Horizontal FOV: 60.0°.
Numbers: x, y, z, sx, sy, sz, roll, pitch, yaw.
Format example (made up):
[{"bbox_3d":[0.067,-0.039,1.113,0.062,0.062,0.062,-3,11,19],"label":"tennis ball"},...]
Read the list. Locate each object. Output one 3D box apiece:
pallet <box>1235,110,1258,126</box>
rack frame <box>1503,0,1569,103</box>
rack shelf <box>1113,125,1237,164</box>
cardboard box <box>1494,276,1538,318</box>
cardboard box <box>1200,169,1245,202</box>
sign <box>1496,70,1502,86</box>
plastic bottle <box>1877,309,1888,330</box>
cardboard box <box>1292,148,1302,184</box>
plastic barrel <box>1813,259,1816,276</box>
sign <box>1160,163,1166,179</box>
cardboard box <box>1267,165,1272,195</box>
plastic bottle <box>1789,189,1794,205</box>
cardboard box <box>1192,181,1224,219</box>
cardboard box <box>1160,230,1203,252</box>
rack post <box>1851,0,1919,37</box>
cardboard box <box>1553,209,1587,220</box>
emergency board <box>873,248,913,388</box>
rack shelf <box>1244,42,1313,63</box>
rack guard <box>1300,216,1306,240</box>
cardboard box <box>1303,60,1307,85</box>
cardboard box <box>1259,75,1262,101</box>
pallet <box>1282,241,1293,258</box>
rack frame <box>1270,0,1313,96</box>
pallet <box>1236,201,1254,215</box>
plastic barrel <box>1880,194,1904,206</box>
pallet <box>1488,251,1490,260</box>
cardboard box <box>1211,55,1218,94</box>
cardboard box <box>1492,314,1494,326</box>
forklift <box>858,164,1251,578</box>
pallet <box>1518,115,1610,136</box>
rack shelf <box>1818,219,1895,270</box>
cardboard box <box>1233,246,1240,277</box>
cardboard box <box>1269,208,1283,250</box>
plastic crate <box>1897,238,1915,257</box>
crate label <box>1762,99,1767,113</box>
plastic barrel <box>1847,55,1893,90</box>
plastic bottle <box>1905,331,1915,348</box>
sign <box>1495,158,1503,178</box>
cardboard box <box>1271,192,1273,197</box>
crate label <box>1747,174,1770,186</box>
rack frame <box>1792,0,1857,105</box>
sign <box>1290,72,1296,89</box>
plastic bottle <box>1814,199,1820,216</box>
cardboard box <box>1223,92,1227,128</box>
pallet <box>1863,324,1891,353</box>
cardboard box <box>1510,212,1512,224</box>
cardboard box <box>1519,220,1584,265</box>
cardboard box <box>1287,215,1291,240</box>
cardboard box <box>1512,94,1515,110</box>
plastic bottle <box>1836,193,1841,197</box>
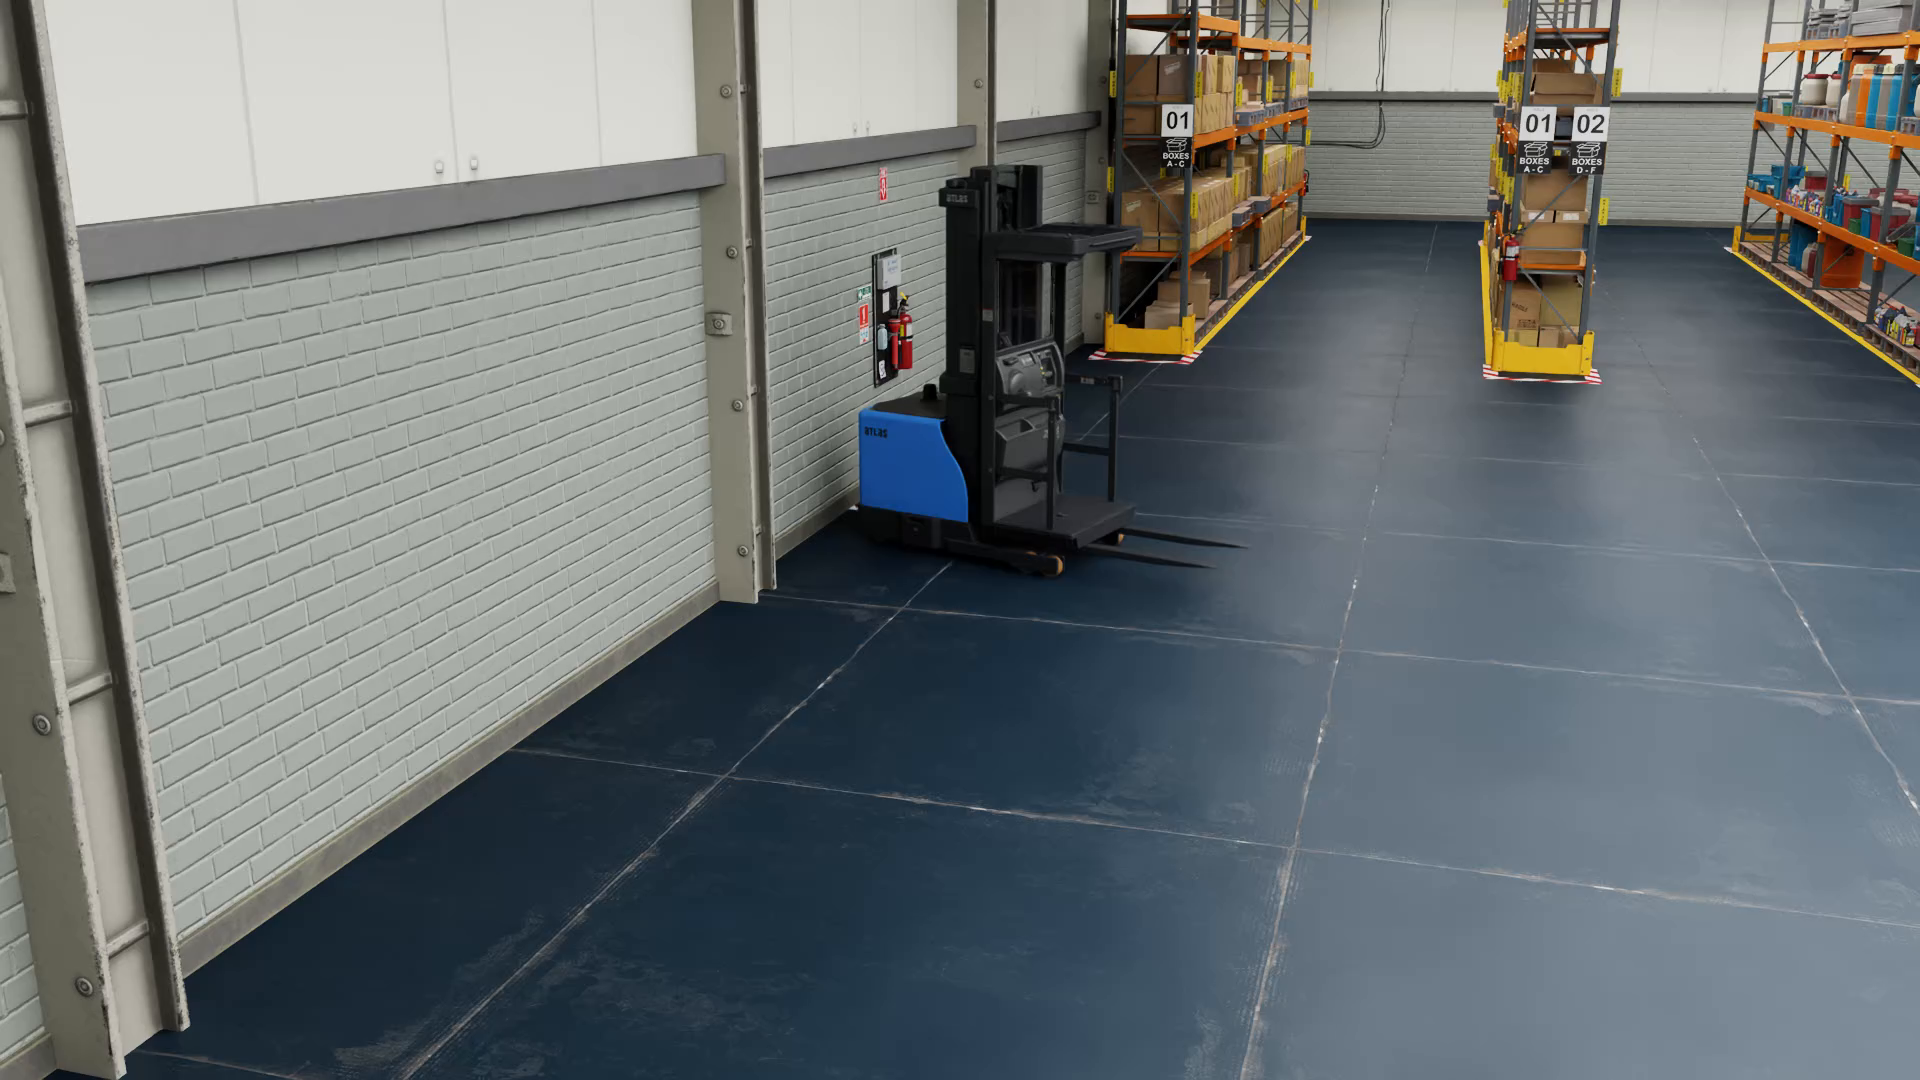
[{"bbox_3d":[3.917,-6.500,25.594,1.213,0.211,1.003,5,16,16],"label":"pallet"},{"bbox_3d":[10.663,-9.590,30.647,1.000,3.000,0.127,5,16,16],"label":"rack frame"},{"bbox_3d":[3.071,-5.567,23.282,1.077,0.370,4.000,5,16,16],"label":"rack shelf"},{"bbox_3d":[7.390,-3.230,22.115,0.500,0.500,0.500,5,16,16],"label":"cardboard box"},{"bbox_3d":[4.319,-5.848,27.462,0.700,0.500,0.500,5,16,16],"label":"cardboard box"},{"bbox_3d":[11.280,-9.656,34.775,0.100,0.325,0.005,5,16,16],"label":"sign"},{"bbox_3d":[12.561,-2.991,22.561,0.152,0.276,0.135,5,17,18],"label":"plastic bottle"},{"bbox_3d":[6.718,-7.952,35.318,0.980,0.700,0.700,4,16,15],"label":"cardboard box"},{"bbox_3d":[14.472,-4.561,27.702,0.421,0.512,0.421,0,16,0],"label":"plastic barrel"},{"bbox_3d":[3.106,-5.593,25.428,0.100,0.325,0.005,5,16,16],"label":"sign"},{"bbox_3d":[5.317,-6.484,29.929,0.500,0.500,0.500,5,17,18],"label":"cardboard box"},{"bbox_3d":[14.817,-6.102,29.580,0.097,0.271,0.097,0,16,0],"label":"plastic bottle"},{"bbox_3d":[3.512,-4.882,23.909,0.500,0.500,0.500,4,16,14],"label":"cardboard box"},{"bbox_3d":[2.946,-3.988,22.129,0.500,0.250,0.500,4,16,14],"label":"cardboard box"},{"bbox_3d":[13.615,-7.729,23.723,1.013,1.000,3.121,5,16,16],"label":"rack post"},{"bbox_3d":[7.643,-4.079,20.843,0.380,0.149,0.250,4,16,14],"label":"cardboard box"},{"bbox_3d":[-0.572,-1.984,14.827,0.194,1.169,0.643,5,16,16],"label":"emergency board"},{"bbox_3d":[6.481,-9.957,33.996,1.077,0.370,4.000,5,16,16],"label":"rack shelf"},{"bbox_3d":[7.056,-6.937,36.870,1.175,0.500,0.348,5,16,16],"label":"rack guard"},{"bbox_3d":[6.950,-9.772,34.736,0.500,0.500,0.500,5,17,18],"label":"cardboard box"},{"bbox_3d":[5.129,-8.161,30.117,0.700,0.500,0.500,6,17,19],"label":"cardboard box"},{"bbox_3d":[6.204,-5.938,33.877,1.003,0.211,1.213,5,16,16],"label":"pallet"},{"bbox_3d":[7.049,-11.019,35.688,1.000,3.000,0.127,5,16,16],"label":"rack frame"},{"bbox_3d":[4.253,-5.427,27.316,1.003,0.211,1.213,5,16,16],"label":"pallet"},{"bbox_3d":[14.067,-4.930,25.008,0.421,0.512,0.421,0,16,0],"label":"plastic barrel"},{"bbox_3d":[10.859,-5.541,32.480,1.003,0.211,1.213,5,16,16],"label":"pallet"},{"bbox_3d":[3.171,-6.273,22.400,0.500,0.500,0.500,5,17,17],"label":"cardboard box"},{"bbox_3d":[7.537,-3.000,22.678,0.500,0.250,0.500,5,16,16],"label":"cardboard box"},{"bbox_3d":[0.707,-1.294,12.522,3.031,2.935,1.130,10,18,31],"label":"forklift"},{"bbox_3d":[7.479,-5.147,20.645,1.003,0.211,1.213,5,16,16],"label":"pallet"},{"bbox_3d":[13.706,-4.402,24.672,1.077,0.370,4.000,5,16,16],"label":"rack shelf"},{"bbox_3d":[4.363,-4.731,28.287,0.700,0.500,0.500,5,16,16],"label":"cardboard box"},{"bbox_3d":[5.853,-6.074,32.418,0.750,0.750,0.750,5,17,17],"label":"cardboard box"},{"bbox_3d":[12.481,-3.790,21.583,0.450,0.188,0.662,5,16,16],"label":"plastic crate"},{"bbox_3d":[15.976,-8.520,32.646,0.408,0.251,0.502,5,16,16],"label":"crate label"},{"bbox_3d":[14.439,-7.272,26.416,0.600,0.830,0.708,5,16,16],"label":"plastic barrel"},{"bbox_3d":[12.103,-2.559,21.175,0.097,0.201,0.097,0,16,0],"label":"plastic bottle"},{"bbox_3d":[9.003,-6.215,27.769,0.100,0.325,0.005,5,16,16],"label":"sign"},{"bbox_3d":[5.685,-6.536,31.299,0.380,0.149,0.250,4,16,14],"label":"cardboard box"},{"bbox_3d":[16.162,-7.274,33.675,0.416,0.233,0.303,5,16,16],"label":"crate label"},{"bbox_3d":[15.411,-9.204,29.290,1.000,3.000,0.127,5,16,16],"label":"rack frame"},{"bbox_3d":[6.436,-8.890,32.155,0.100,0.325,0.005,5,16,16],"label":"sign"},{"bbox_3d":[14.152,-5.489,27.420,0.097,0.271,0.097,0,16,0],"label":"plastic bottle"},{"bbox_3d":[3.577,-6.212,24.016,0.500,0.500,0.500,3,16,11],"label":"cardboard box"},{"bbox_3d":[12.907,-2.711,22.502,1.003,0.211,1.213,5,16,16],"label":"pallet"},{"bbox_3d":[8.463,-4.790,24.966,0.396,0.266,0.258,4,16,15],"label":"cardboard box"},{"bbox_3d":[7.398,-3.733,20.811,0.700,0.500,0.500,5,16,16],"label":"cardboard box"},{"bbox_3d":[6.517,-6.539,34.698,0.700,0.500,0.500,5,17,17],"label":"cardboard box"},{"bbox_3d":[7.840,-6.027,22.723,0.500,0.311,0.500,4,16,13],"label":"cardboard box"},{"bbox_3d":[15.199,-5.870,28.765,0.097,0.271,0.097,0,16,0],"label":"plastic bottle"}]
